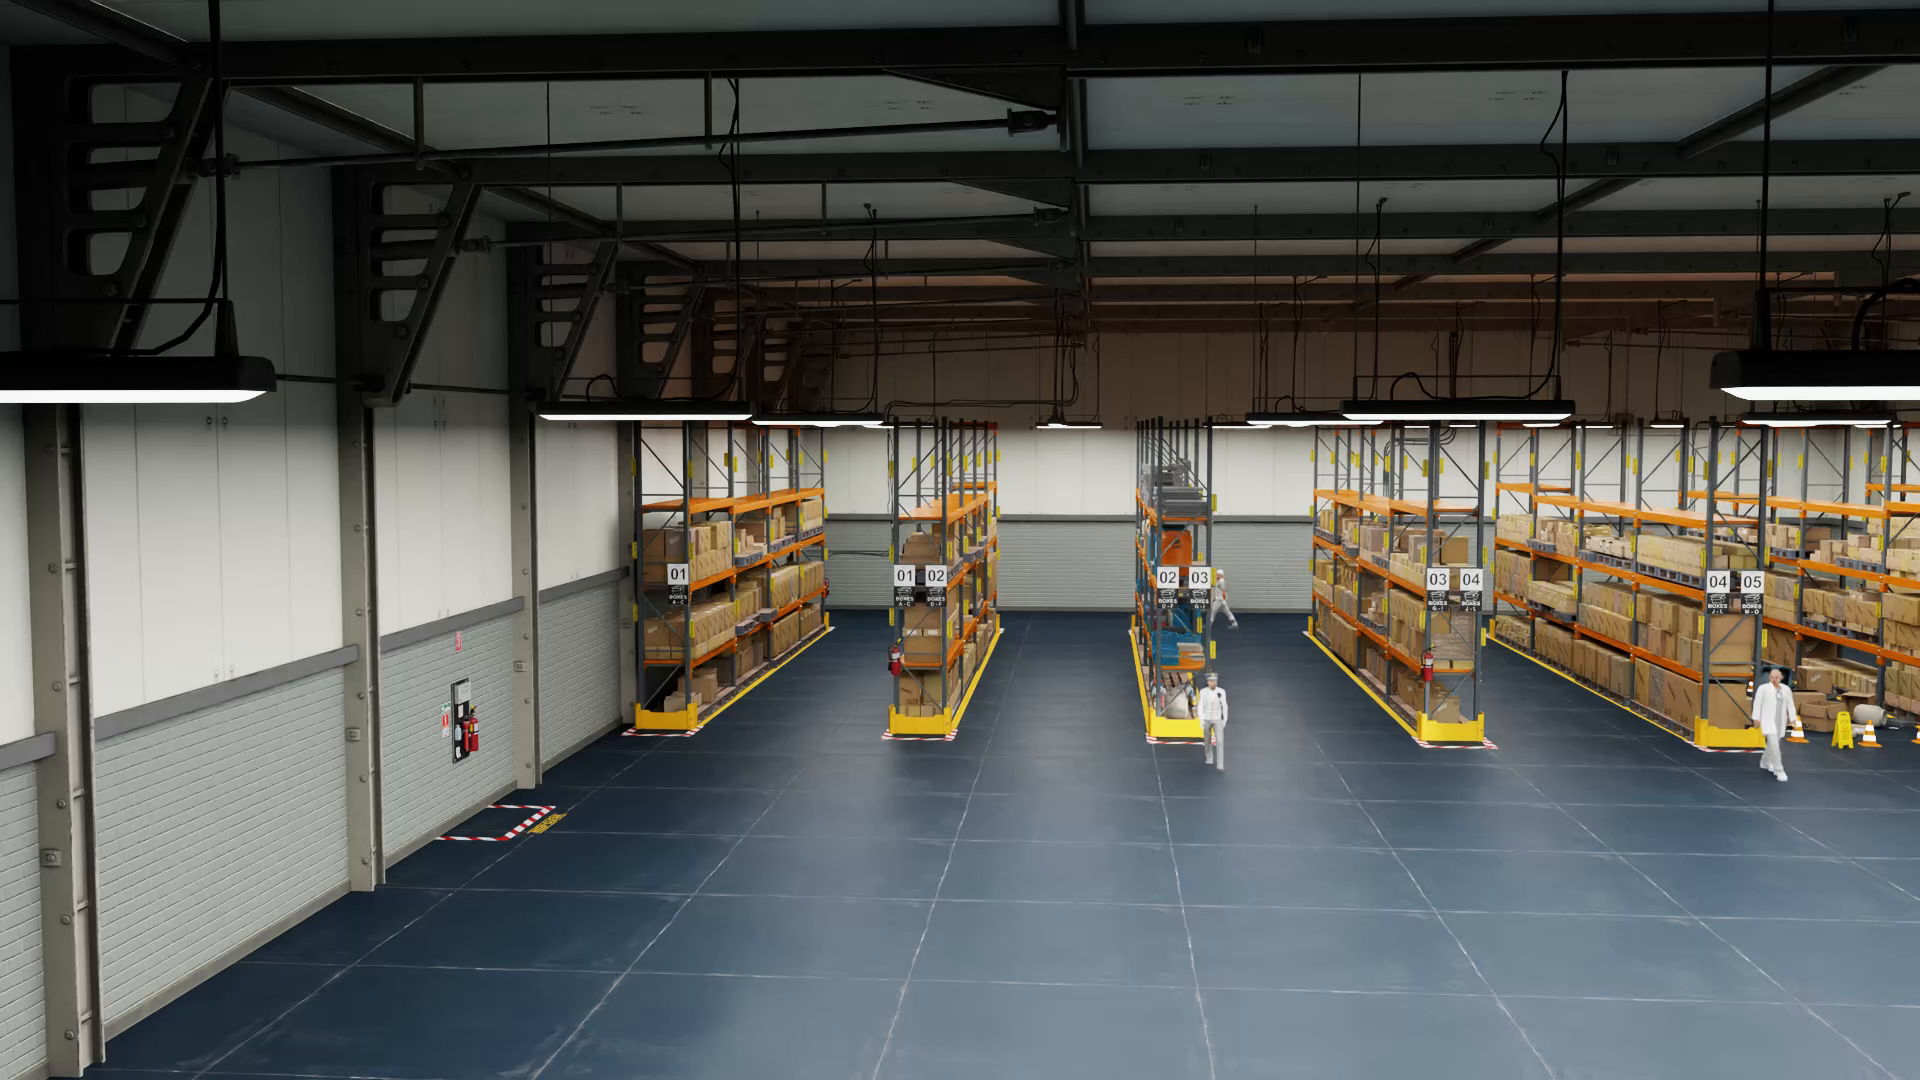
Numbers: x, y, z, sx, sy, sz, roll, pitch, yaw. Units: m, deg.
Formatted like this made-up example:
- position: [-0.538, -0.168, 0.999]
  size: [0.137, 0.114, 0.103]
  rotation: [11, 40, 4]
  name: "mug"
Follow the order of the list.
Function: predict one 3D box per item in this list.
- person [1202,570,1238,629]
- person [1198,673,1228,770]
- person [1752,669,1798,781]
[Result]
- position: [7.463, 1.718, 47.911]
  size: [1.093, 1.731, 0.499]
  rotation: [1, 4, 21]
  name: "person"
- position: [4.283, 3.052, 28.188]
  size: [0.510, 1.622, 1.007]
  rotation: [1, 4, 15]
  name: "person"
- position: [13.544, 3.036, 27.612]
  size: [0.606, 1.783, 0.903]
  rotation: [0, 4, -5]
  name: "person"
